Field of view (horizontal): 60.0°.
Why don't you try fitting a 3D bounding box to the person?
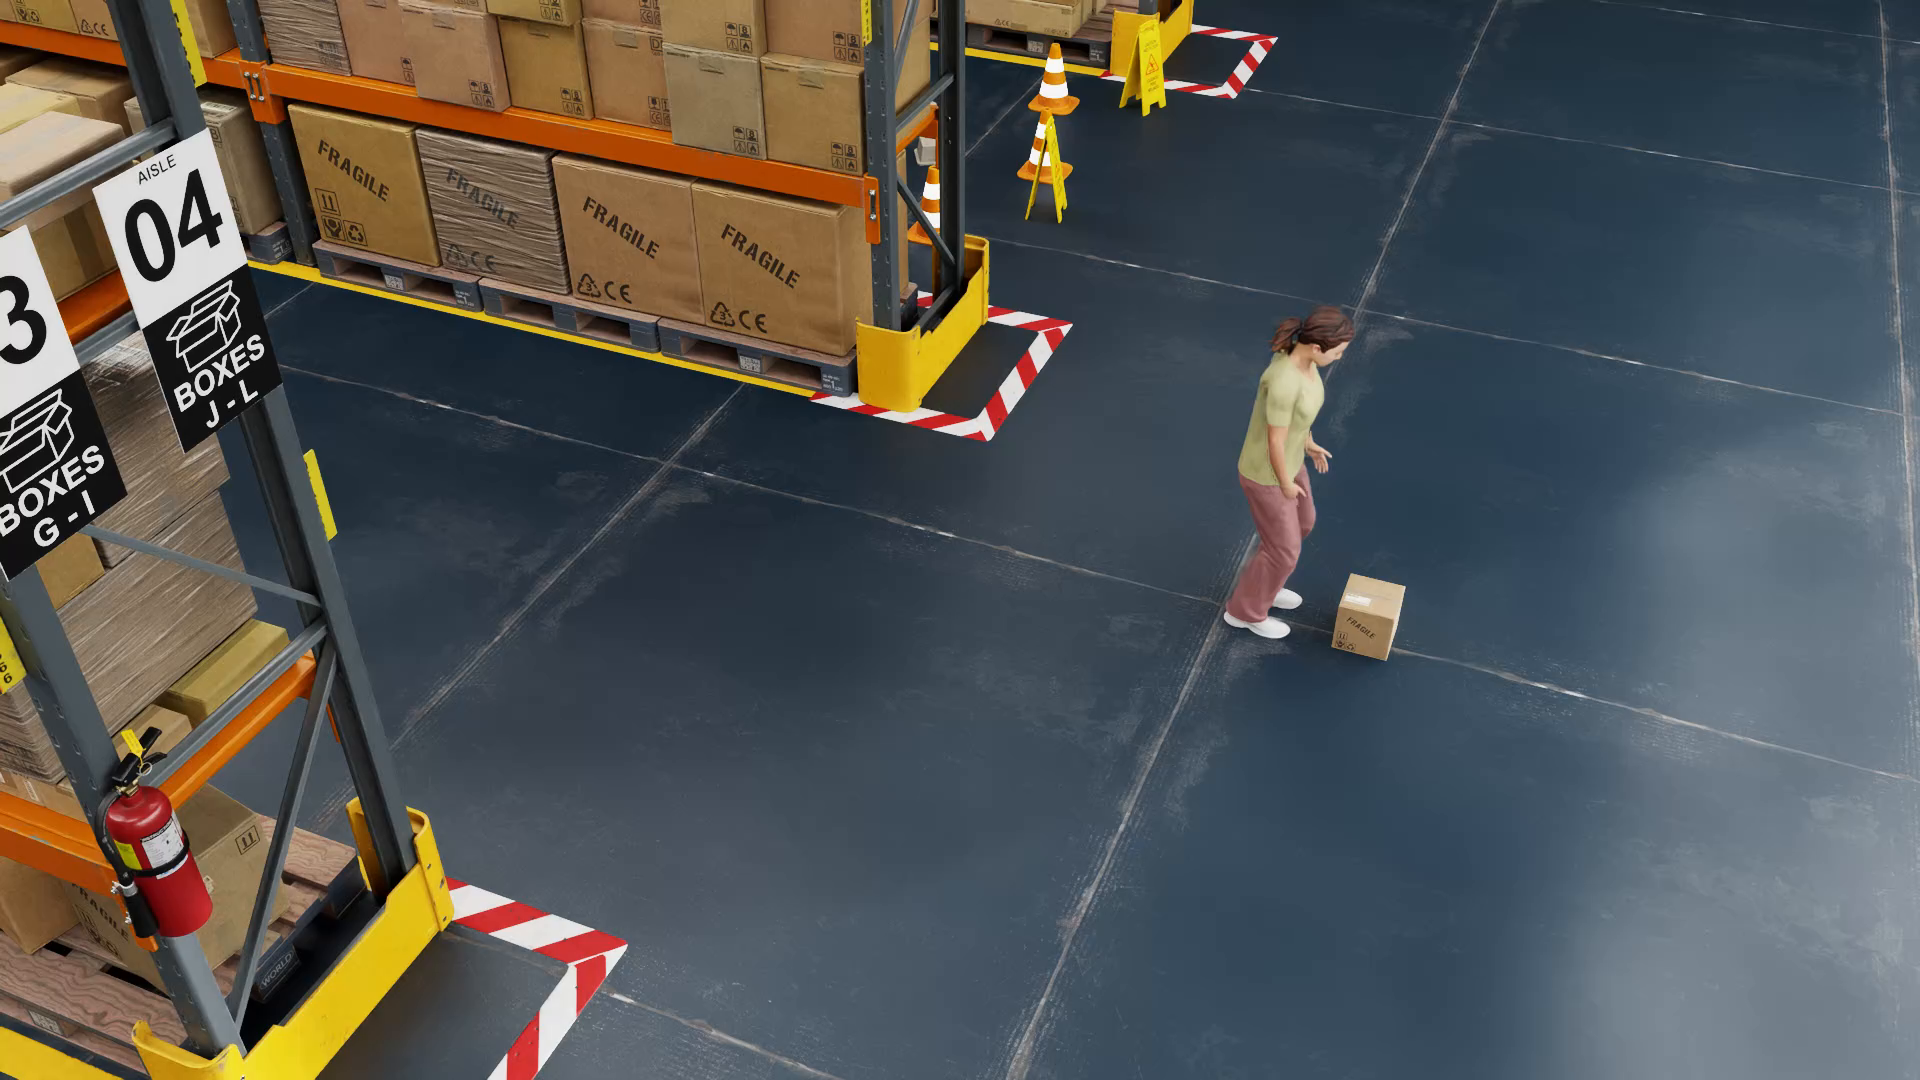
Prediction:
[{"bbox_3d":[1.428,-0.317,7.278,0.388,1.627,0.470,15,40,19],"label":"person"}]
